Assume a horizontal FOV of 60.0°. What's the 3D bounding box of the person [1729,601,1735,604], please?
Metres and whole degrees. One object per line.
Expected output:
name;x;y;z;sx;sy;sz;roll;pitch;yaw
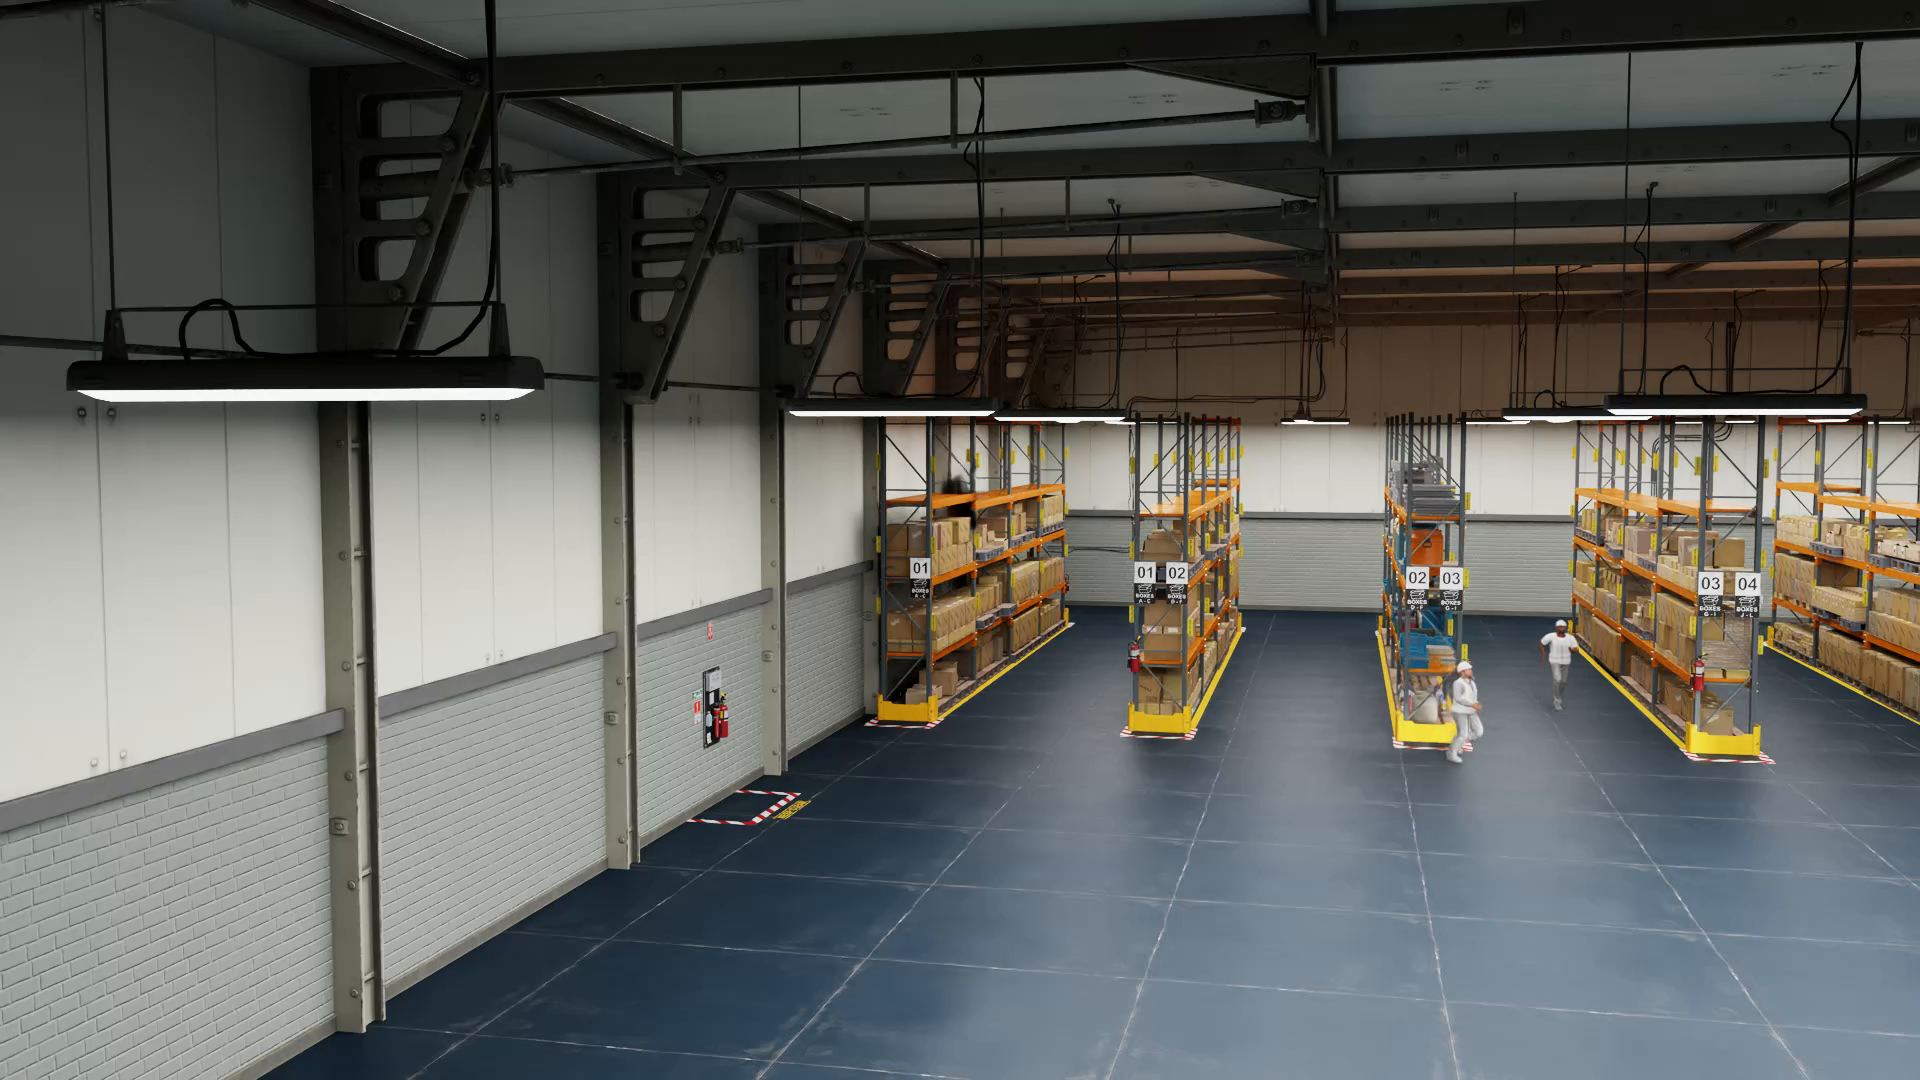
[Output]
person;19.745;2.044;42.218;0.621;1.685;0.810;0;4;7

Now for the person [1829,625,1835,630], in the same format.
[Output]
person;23.505;1.948;44.462;0.598;1.578;0.537;1;4;13

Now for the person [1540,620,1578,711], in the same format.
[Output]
person;12.238;2.535;33.932;0.677;1.821;0.820;0;4;1

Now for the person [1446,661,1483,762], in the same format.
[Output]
person;8.679;2.937;28.458;0.694;1.734;0.665;-4;5;-43
